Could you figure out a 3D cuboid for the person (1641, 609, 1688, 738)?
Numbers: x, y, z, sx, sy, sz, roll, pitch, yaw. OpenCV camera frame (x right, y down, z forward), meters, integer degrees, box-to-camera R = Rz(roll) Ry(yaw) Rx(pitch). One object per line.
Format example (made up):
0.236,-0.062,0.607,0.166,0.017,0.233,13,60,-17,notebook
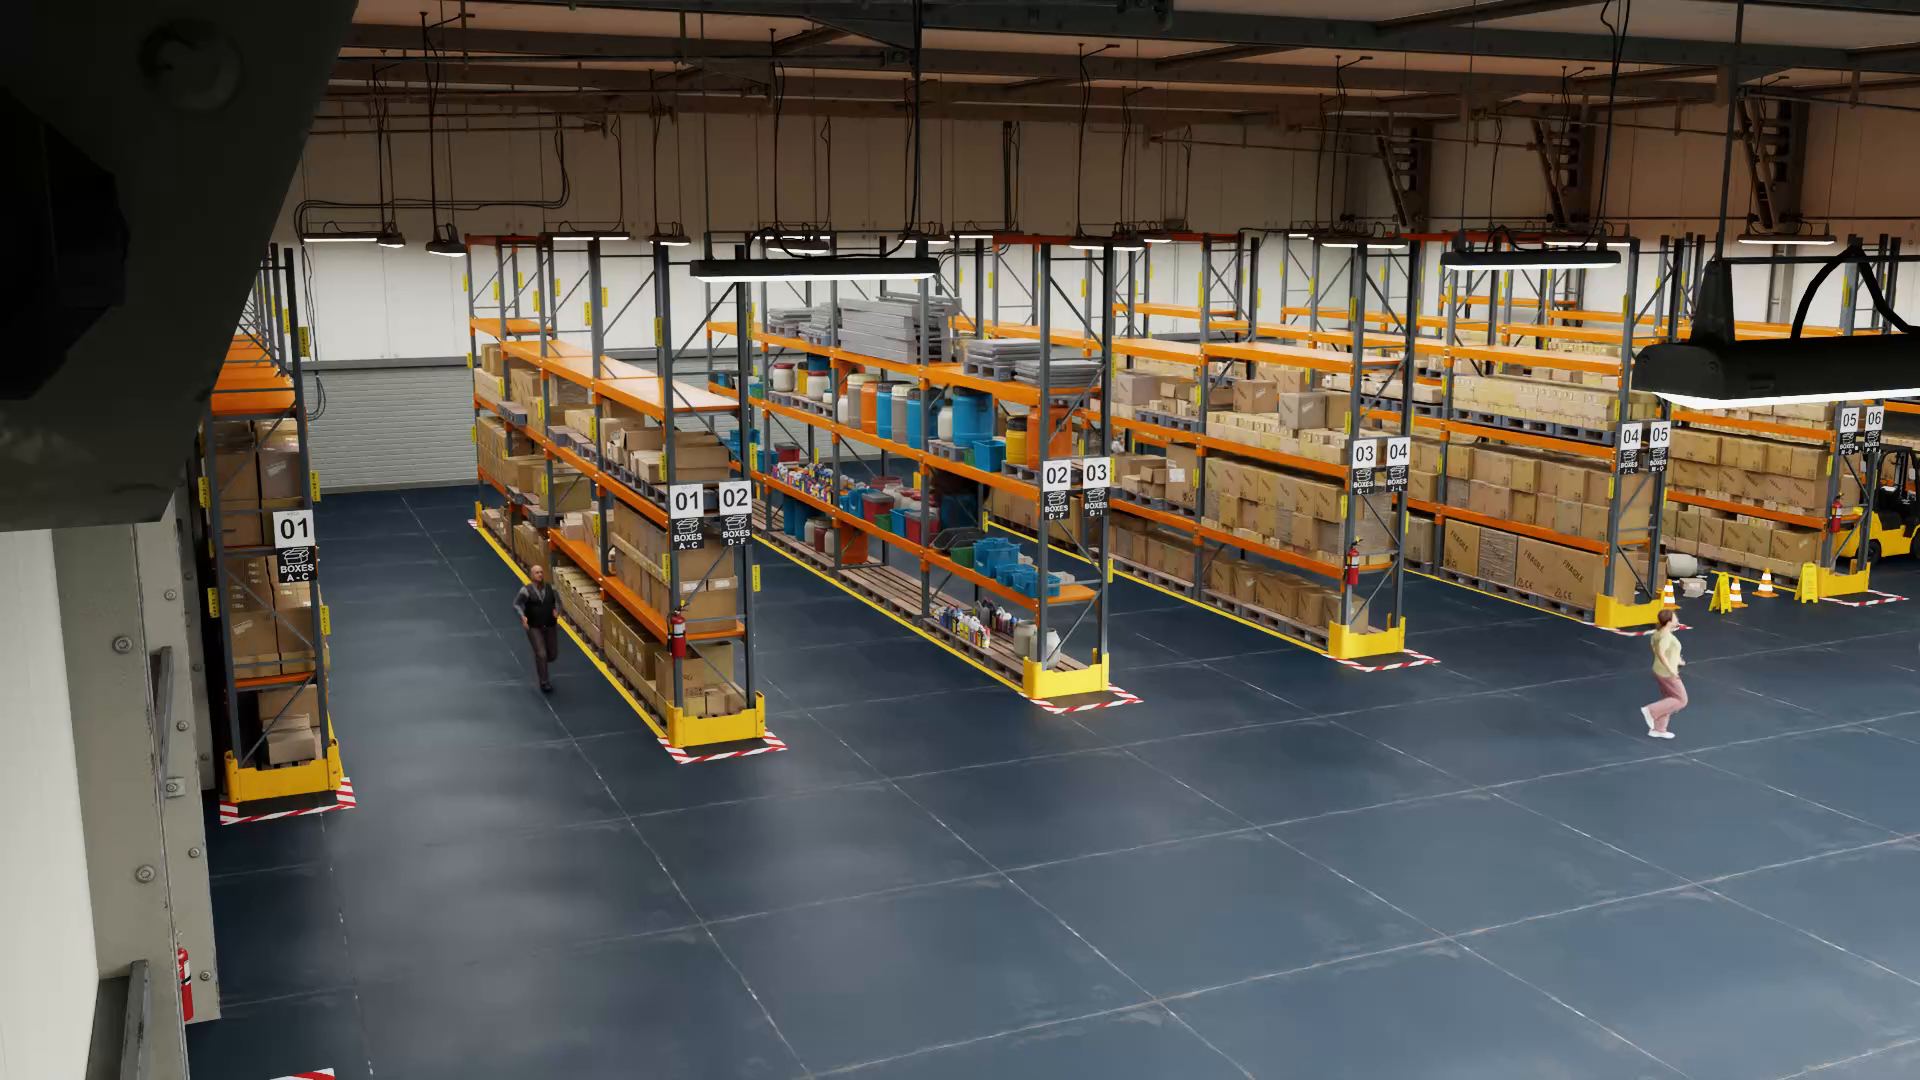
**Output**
8.657,1.643,20.439,0.551,1.626,0.587,1,11,4,person

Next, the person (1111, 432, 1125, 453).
3.487,-1.678,37.695,0.629,1.643,0.898,-7,13,-33,person

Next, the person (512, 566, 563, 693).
-5.703,1.185,22.592,0.668,1.689,0.768,-7,13,-31,person
